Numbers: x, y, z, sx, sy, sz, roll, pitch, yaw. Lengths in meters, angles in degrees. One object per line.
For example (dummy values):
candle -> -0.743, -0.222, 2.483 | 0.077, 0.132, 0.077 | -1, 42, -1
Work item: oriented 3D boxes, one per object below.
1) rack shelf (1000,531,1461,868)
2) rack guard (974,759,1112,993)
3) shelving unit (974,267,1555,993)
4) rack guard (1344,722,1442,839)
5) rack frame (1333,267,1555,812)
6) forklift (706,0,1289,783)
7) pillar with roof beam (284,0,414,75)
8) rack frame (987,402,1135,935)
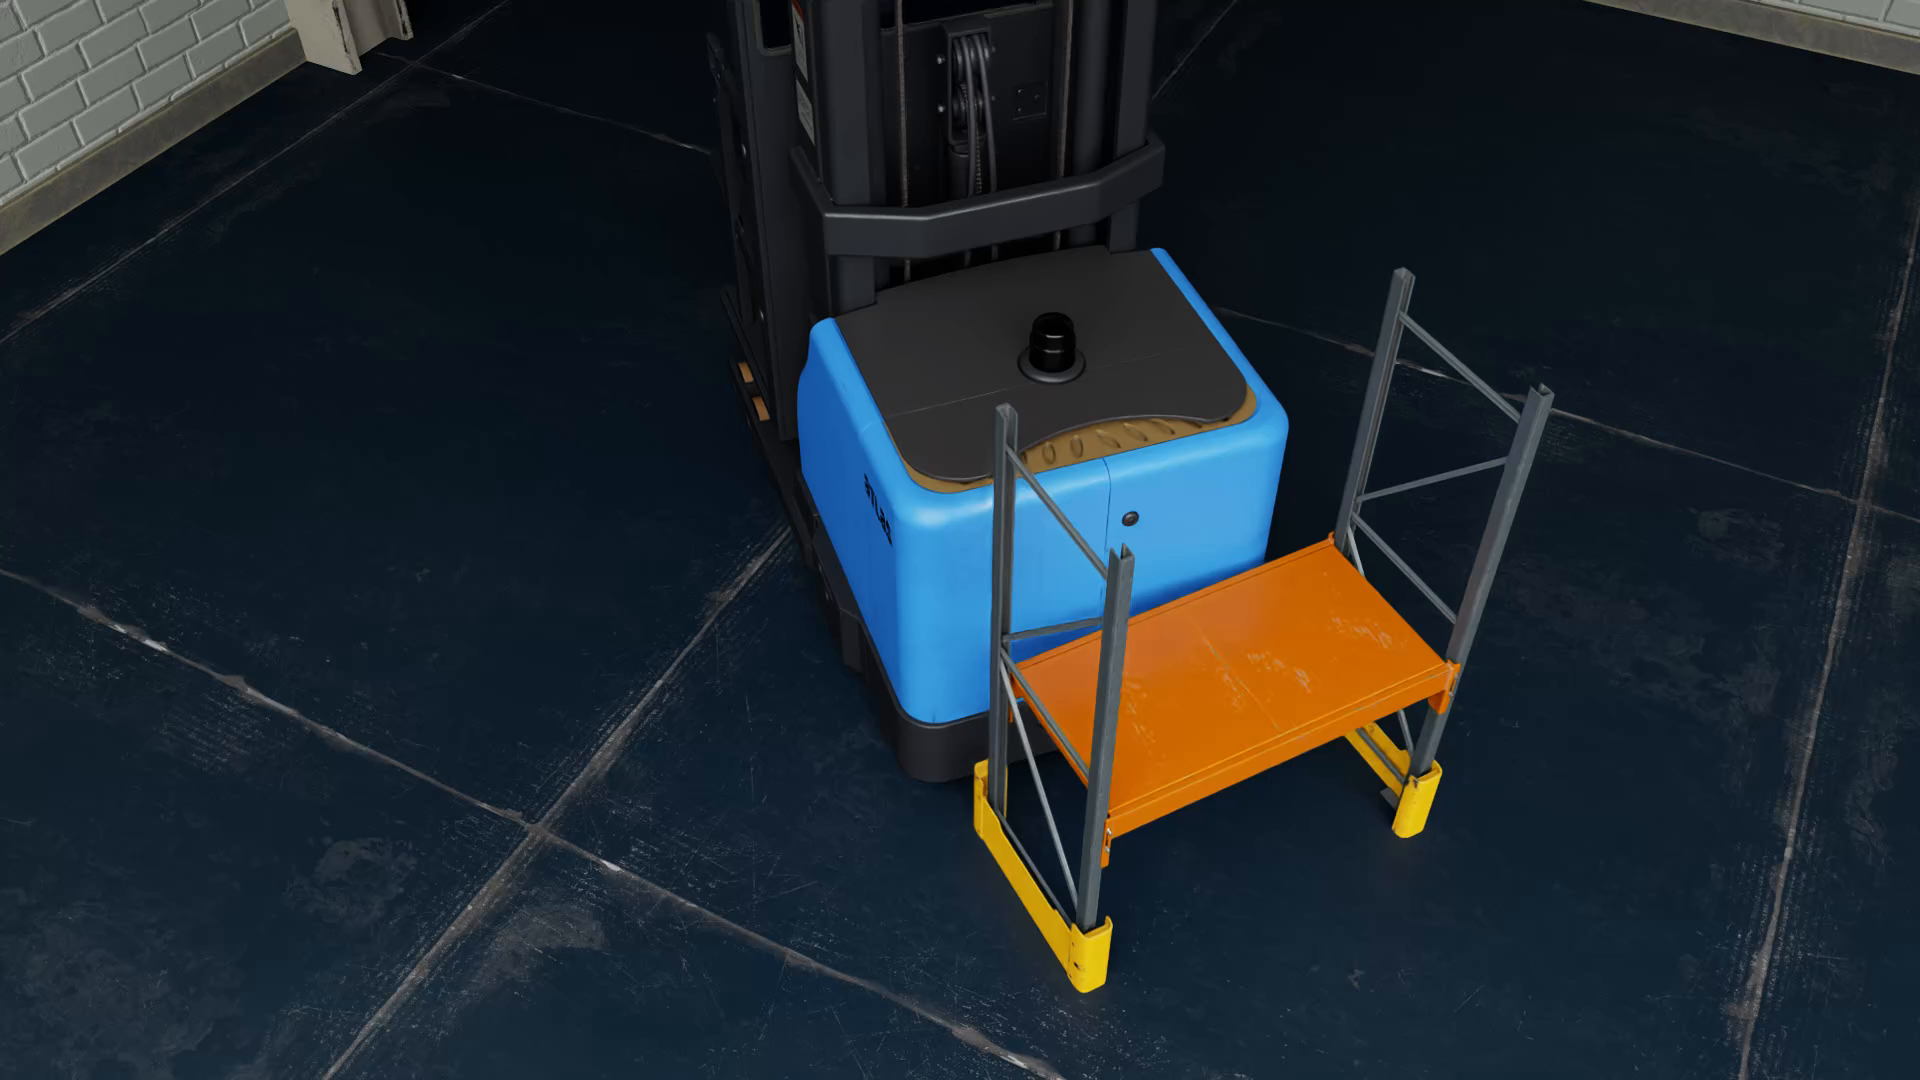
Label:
rack shelf -> 0.651, 0.366, 4.086 | 1.000, 0.185, 0.538 | -20, 49, -19
rack guard -> 0.201, 0.845, 4.239 | 0.087, 0.250, 0.587 | -20, 49, -19
shelving unit -> 0.643, 0.243, 3.955 | 1.083, 1.500, 0.587 | -20, 49, -19
rack guard -> 1.085, 0.519, 4.561 | 0.087, 0.250, 0.587 | -20, 49, -19
rack frame -> 1.103, 0.073, 4.123 | 0.032, 1.500, 0.500 | -20, 49, -19
forklift -> -0.145, -1.441, 4.613 | 1.130, 2.935, 3.031 | -14, 47, -14
pillar with roof beam -> 1.126, -3.946, 2.823 | 9.100, 9.000, 0.400 | 20, 49, 19
rack frame -> 0.200, 0.406, 3.794 | 0.032, 1.500, 0.500 | -20, 49, -19
